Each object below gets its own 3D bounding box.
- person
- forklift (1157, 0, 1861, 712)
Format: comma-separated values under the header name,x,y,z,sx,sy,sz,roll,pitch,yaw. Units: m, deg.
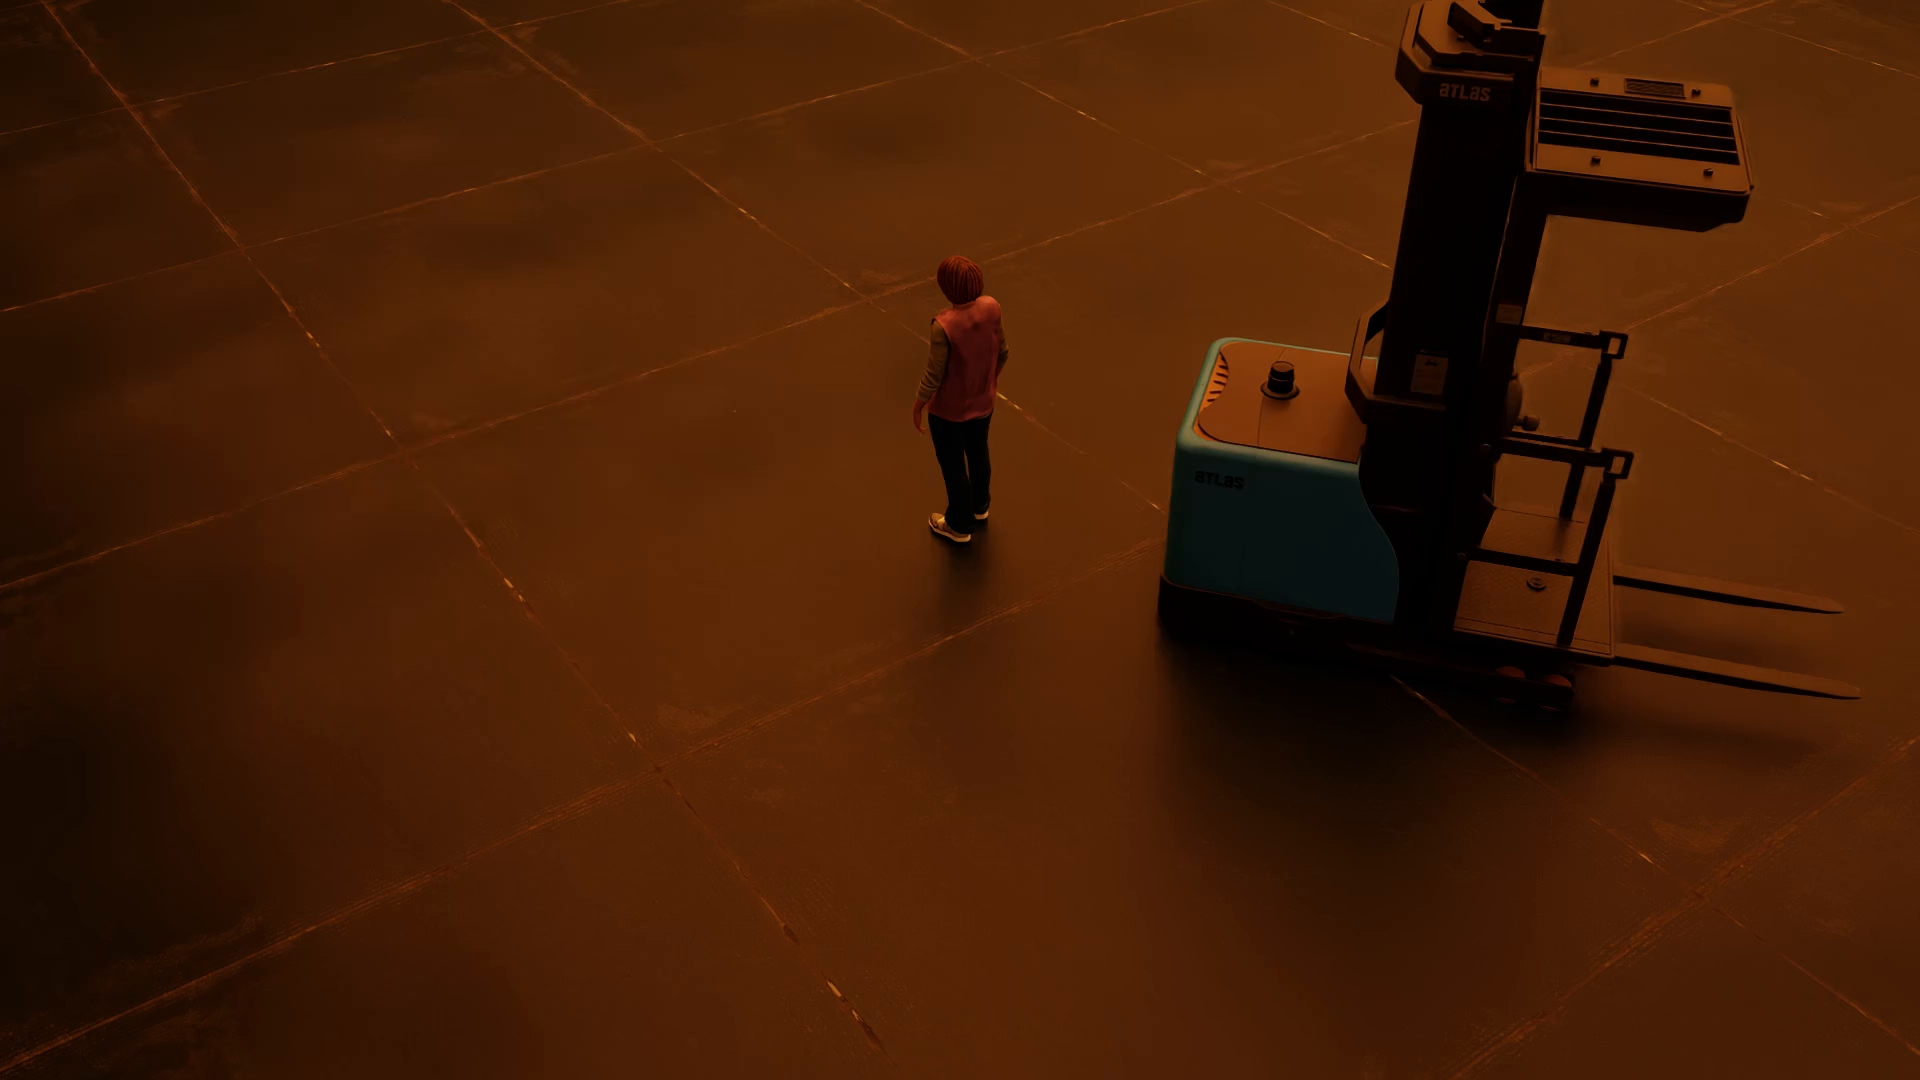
name,x,y,z,sx,sy,sz,roll,pitch,yaw
person,-0.031,-0.689,7.986,0.519,1.598,0.475,-23,42,-28
forklift,2.504,-0.771,6.988,3.031,2.935,1.130,10,38,13
